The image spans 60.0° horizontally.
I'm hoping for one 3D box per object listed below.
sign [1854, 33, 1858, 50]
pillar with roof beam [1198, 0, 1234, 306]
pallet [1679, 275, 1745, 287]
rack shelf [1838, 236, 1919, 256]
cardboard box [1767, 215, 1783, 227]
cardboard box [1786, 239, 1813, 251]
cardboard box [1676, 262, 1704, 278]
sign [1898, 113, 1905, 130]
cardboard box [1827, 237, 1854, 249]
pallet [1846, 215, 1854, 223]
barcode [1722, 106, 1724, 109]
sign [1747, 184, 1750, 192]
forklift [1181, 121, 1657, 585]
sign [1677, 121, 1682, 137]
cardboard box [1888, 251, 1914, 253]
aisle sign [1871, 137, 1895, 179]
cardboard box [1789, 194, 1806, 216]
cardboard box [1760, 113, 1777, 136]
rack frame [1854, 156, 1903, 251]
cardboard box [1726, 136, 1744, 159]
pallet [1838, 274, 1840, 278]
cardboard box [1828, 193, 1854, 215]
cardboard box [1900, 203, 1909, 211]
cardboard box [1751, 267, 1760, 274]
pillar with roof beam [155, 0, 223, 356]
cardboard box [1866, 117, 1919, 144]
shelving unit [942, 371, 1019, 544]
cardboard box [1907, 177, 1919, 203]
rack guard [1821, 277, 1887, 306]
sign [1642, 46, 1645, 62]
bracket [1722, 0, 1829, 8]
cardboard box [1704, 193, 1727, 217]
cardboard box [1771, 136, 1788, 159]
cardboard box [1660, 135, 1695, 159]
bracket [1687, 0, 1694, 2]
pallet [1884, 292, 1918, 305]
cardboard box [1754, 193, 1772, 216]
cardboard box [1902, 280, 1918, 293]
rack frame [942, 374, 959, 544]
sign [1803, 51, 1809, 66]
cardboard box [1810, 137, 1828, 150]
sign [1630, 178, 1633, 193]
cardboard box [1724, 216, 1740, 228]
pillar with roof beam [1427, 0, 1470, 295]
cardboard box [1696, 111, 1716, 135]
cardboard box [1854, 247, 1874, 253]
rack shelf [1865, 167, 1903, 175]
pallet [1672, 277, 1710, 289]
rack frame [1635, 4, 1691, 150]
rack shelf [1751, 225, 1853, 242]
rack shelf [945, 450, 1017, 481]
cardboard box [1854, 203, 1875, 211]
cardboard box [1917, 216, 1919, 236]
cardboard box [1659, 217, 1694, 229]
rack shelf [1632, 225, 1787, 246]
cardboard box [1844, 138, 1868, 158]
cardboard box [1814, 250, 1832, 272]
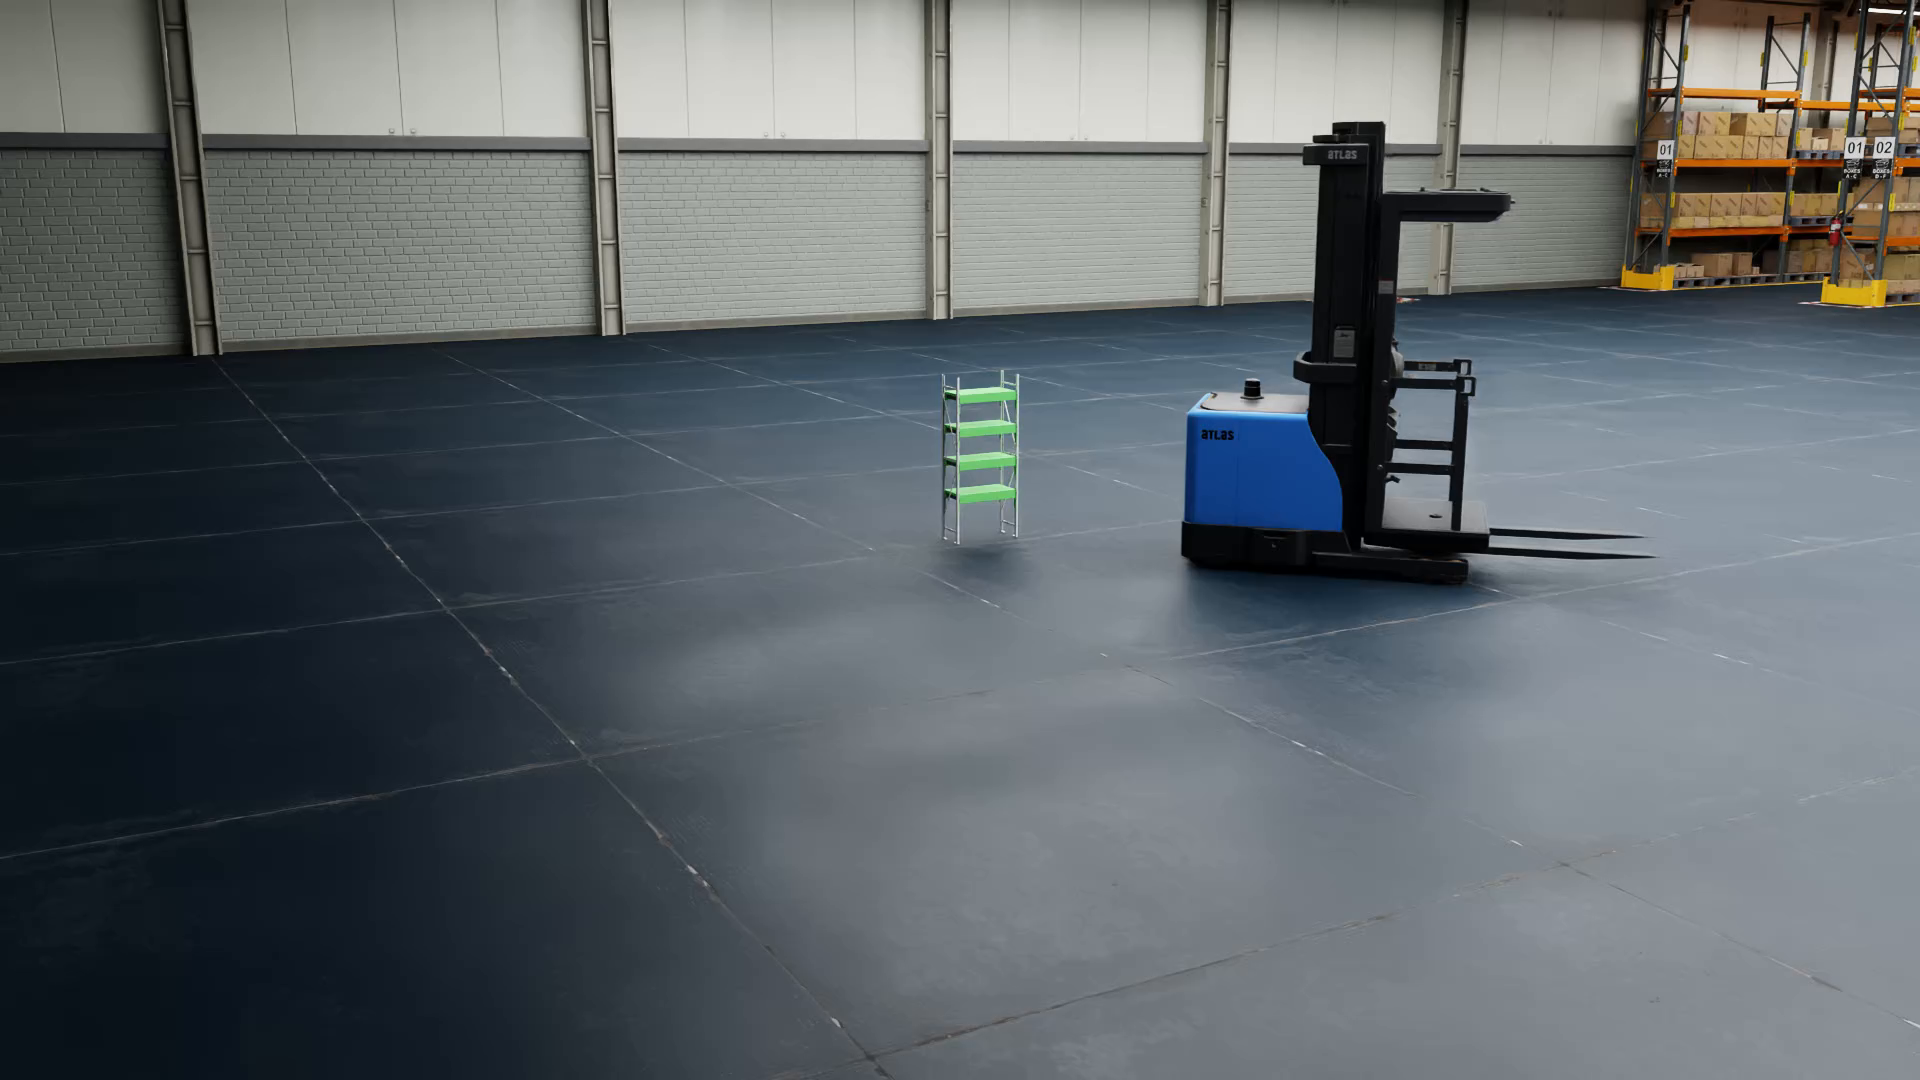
[{"bbox_3d":[17.359,-9.645,32.162,0.005,0.325,0.100,-7,14,-28],"label":"sign"},{"bbox_3d":[6.960,-8.147,27.814,0.400,9.000,9.100,-7,14,-28],"label":"pillar with roof beam"},{"bbox_3d":[17.096,-5.926,37.958,1.213,0.211,1.003,-7,14,-28],"label":"pallet"},{"bbox_3d":[19.362,-5.977,33.474,4.000,0.370,1.077,-7,14,-28],"label":"rack shelf"},{"bbox_3d":[18.470,-7.321,38.104,0.500,0.250,0.500,-7,14,-28],"label":"cardboard box"},{"bbox_3d":[19.764,-6.981,39.281,0.500,0.250,0.500,-7,15,-29],"label":"cardboard box"},{"bbox_3d":[16.380,-6.090,37.460,0.500,0.311,0.500,-6,14,-23],"label":"cardboard box"},{"bbox_3d":[17.867,-7.938,31.548,0.005,0.325,0.100,-7,14,-28],"label":"sign"},{"bbox_3d":[21.114,-7.141,39.990,0.500,0.250,0.500,-7,14,-27],"label":"cardboard box"},{"bbox_3d":[21.677,-7.724,40.037,1.003,0.211,1.213,-7,14,-28],"label":"pallet"},{"bbox_3d":[17.315,-9.819,37.751,0.075,0.075,0.001,-7,14,-28],"label":"barcode"},{"bbox_3d":[18.472,-8.164,38.917,0.005,0.325,0.100,-7,14,-28],"label":"sign"},{"bbox_3d":[3.081,-1.264,11.051,3.031,2.935,1.130,3,13,15],"label":"forklift"},{"bbox_3d":[15.490,-8.857,35.811,0.005,0.325,0.100,-7,14,-28],"label":"sign"},{"bbox_3d":[19.245,-5.621,33.852,0.500,0.500,0.500,-7,14,-28],"label":"cardboard box"},{"bbox_3d":[17.696,-7.320,31.882,0.004,0.787,0.394,-7,14,-28],"label":"aisle sign"},{"bbox_3d":[19.204,-7.803,38.720,0.500,0.500,0.700,-7,14,-28],"label":"cardboard box"},{"bbox_3d":[17.952,-9.337,37.385,0.500,0.500,0.500,-6,14,-25],"label":"cardboard box"},{"bbox_3d":[22.252,-7.913,40.440,0.127,3.000,1.000,-7,14,-28],"label":"rack frame"},{"bbox_3d":[17.045,-8.746,37.036,0.500,0.500,0.500,-6,14,-24],"label":"cardboard box"},{"bbox_3d":[21.565,-6.471,40.382,1.213,0.211,1.003,-7,14,-28],"label":"pallet"},{"bbox_3d":[20.761,-7.990,39.551,0.500,0.500,0.700,-7,14,-28],"label":"cardboard box"},{"bbox_3d":[18.285,-6.511,32.503,0.250,0.149,0.380,-7,15,-29],"label":"cardboard box"},{"bbox_3d":[18.285,-6.263,38.557,0.250,0.166,0.380,-9,16,-35],"label":"cardboard box"},{"bbox_3d":[-8.840,-6.253,19.400,0.400,9.000,9.100,-7,14,-28],"label":"pillar with roof beam"},{"bbox_3d":[18.113,-7.964,32.323,0.637,0.503,0.797,-6,14,-24],"label":"cardboard box"},{"bbox_3d":[0.145,-0.603,12.055,0.503,1.200,0.258,-7,14,-28],"label":"shelving unit"},{"bbox_3d":[18.528,-6.908,32.789,0.500,0.500,0.700,-7,15,-29],"label":"cardboard box"},{"bbox_3d":[17.585,-4.896,32.724,0.348,0.500,1.175,-7,14,-28],"label":"rack guard"},{"bbox_3d":[14.982,-10.641,36.407,0.005,0.325,0.100,-7,14,-28],"label":"sign"},{"bbox_3d":[18.225,-12.241,37.809,4.783,0.066,0.076,-7,14,-28],"label":"bracket"},{"bbox_3d":[16.688,-7.470,37.057,0.500,0.500,0.500,-7,15,-30],"label":"cardboard box"},{"bbox_3d":[18.414,-8.914,37.779,0.500,0.500,0.500,-6,14,-26],"label":"cardboard box"},{"bbox_3d":[15.643,-8.581,36.300,0.500,0.500,0.500,-6,14,-26],"label":"cardboard box"},{"bbox_3d":[15.964,-11.970,36.605,0.430,0.232,0.235,-7,14,-28],"label":"bracket"},{"bbox_3d":[18.258,-4.846,33.160,1.213,0.211,1.003,-7,14,-28],"label":"pallet"},{"bbox_3d":[18.038,-7.632,37.778,0.500,0.500,0.500,-7,14,-28],"label":"cardboard box"},{"bbox_3d":[18.621,-5.048,33.013,0.500,0.250,0.500,-7,14,-28],"label":"cardboard box"},{"bbox_3d":[-0.069,-0.577,11.941,0.015,1.200,0.240,-7,14,-28],"label":"rack frame"},{"bbox_3d":[18.984,-10.807,37.327,0.005,0.325,0.100,-7,14,-28],"label":"sign"},{"bbox_3d":[19.799,-9.224,38.680,0.500,0.311,0.500,-6,14,-26],"label":"cardboard box"},{"bbox_3d":[14.981,-7.900,37.023,0.005,0.325,0.100,-7,14,-28],"label":"sign"},{"bbox_3d":[17.154,-7.161,37.393,0.500,0.250,0.500,-7,14,-27],"label":"cardboard box"},{"bbox_3d":[12.226,-8.778,30.619,0.400,9.000,9.100,-7,14,-28],"label":"pillar with roof beam"},{"bbox_3d":[16.149,-9.118,36.412,0.500,0.500,0.500,-7,14,-29],"label":"cardboard box"},{"bbox_3d":[21.645,-6.823,40.285,0.500,0.500,0.700,-7,14,-27],"label":"cardboard box"},{"bbox_3d":[24.007,-9.236,41.125,4.000,0.370,1.077,-7,14,-28],"label":"rack shelf"},{"bbox_3d":[16.026,-5.798,37.392,1.213,0.211,1.003,-7,14,-28],"label":"pallet"},{"bbox_3d":[15.230,-9.999,36.042,0.127,3.000,1.000,-7,14,-28],"label":"rack frame"},{"bbox_3d":[20.496,-7.352,39.584,4.000,0.370,1.077,-7,14,-28],"label":"rack shelf"},{"bbox_3d":[0.145,-0.540,12.069,0.480,0.148,0.258,-7,14,-28],"label":"rack shelf"},{"bbox_3d":[17.851,-6.560,32.720,0.250,0.149,0.380,-7,15,-29],"label":"cardboard box"},{"bbox_3d":[18.920,-6.320,33.133,0.500,0.500,0.700,-7,14,-27],"label":"cardboard box"},{"bbox_3d":[15.810,-6.999,36.671,0.500,0.250,0.500,-7,15,-29],"label":"cardboard box"},{"bbox_3d":[16.985,-6.931,37.714,4.000,0.370,1.077,-7,14,-28],"label":"rack shelf"},{"bbox_3d":[21.069,-9.318,39.571,0.637,0.503,0.797,-5,14,-20],"label":"cardboard box"},{"bbox_3d":[20.275,-6.678,39.643,0.500,0.500,0.700,-7,14,-27],"label":"cardboard box"}]
